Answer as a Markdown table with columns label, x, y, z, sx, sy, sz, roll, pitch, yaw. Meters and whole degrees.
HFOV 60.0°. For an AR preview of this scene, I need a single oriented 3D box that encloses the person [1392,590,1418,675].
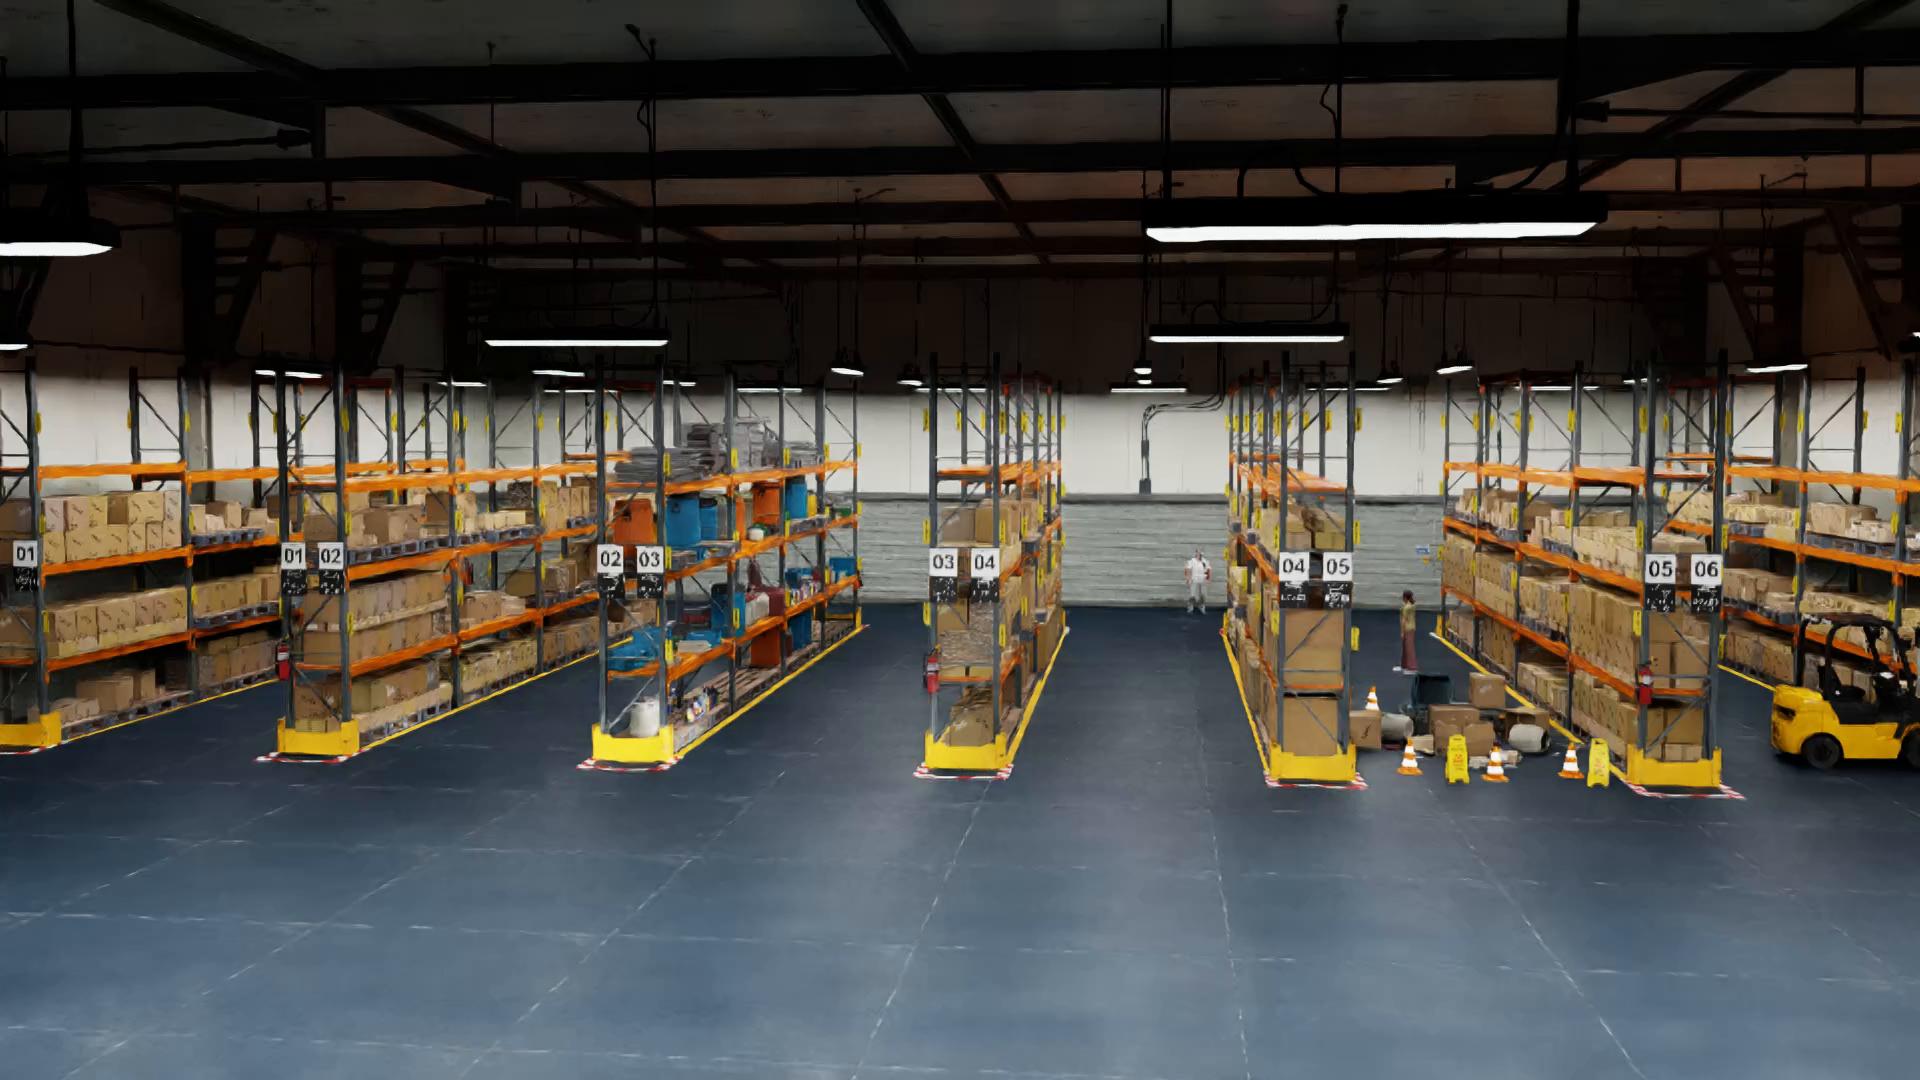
| label | x | y | z | sx | sy | sz | roll | pitch | yaw |
| --- | --- | --- | --- | --- | --- | --- | --- | --- | --- |
| person | 8.869 | 1.813 | 33.074 | 0.577 | 1.665 | 0.555 | 2 | 5 | 31 |

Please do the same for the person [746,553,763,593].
| label | x | y | z | sx | sy | sz | roll | pitch | yaw |
| --- | --- | --- | --- | --- | --- | --- | --- | --- | --- |
| person | -5.173 | 1.136 | 42.237 | 0.677 | 1.771 | 0.617 | -2 | 5 | -26 |

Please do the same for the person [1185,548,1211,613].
| label | x | y | z | sx | sy | sz | roll | pitch | yaw |
| --- | --- | --- | --- | --- | --- | --- | --- | --- | --- |
| person | 6.265 | 1.061 | 43.719 | 0.683 | 1.710 | 0.538 | 0 | 4 | 5 |
